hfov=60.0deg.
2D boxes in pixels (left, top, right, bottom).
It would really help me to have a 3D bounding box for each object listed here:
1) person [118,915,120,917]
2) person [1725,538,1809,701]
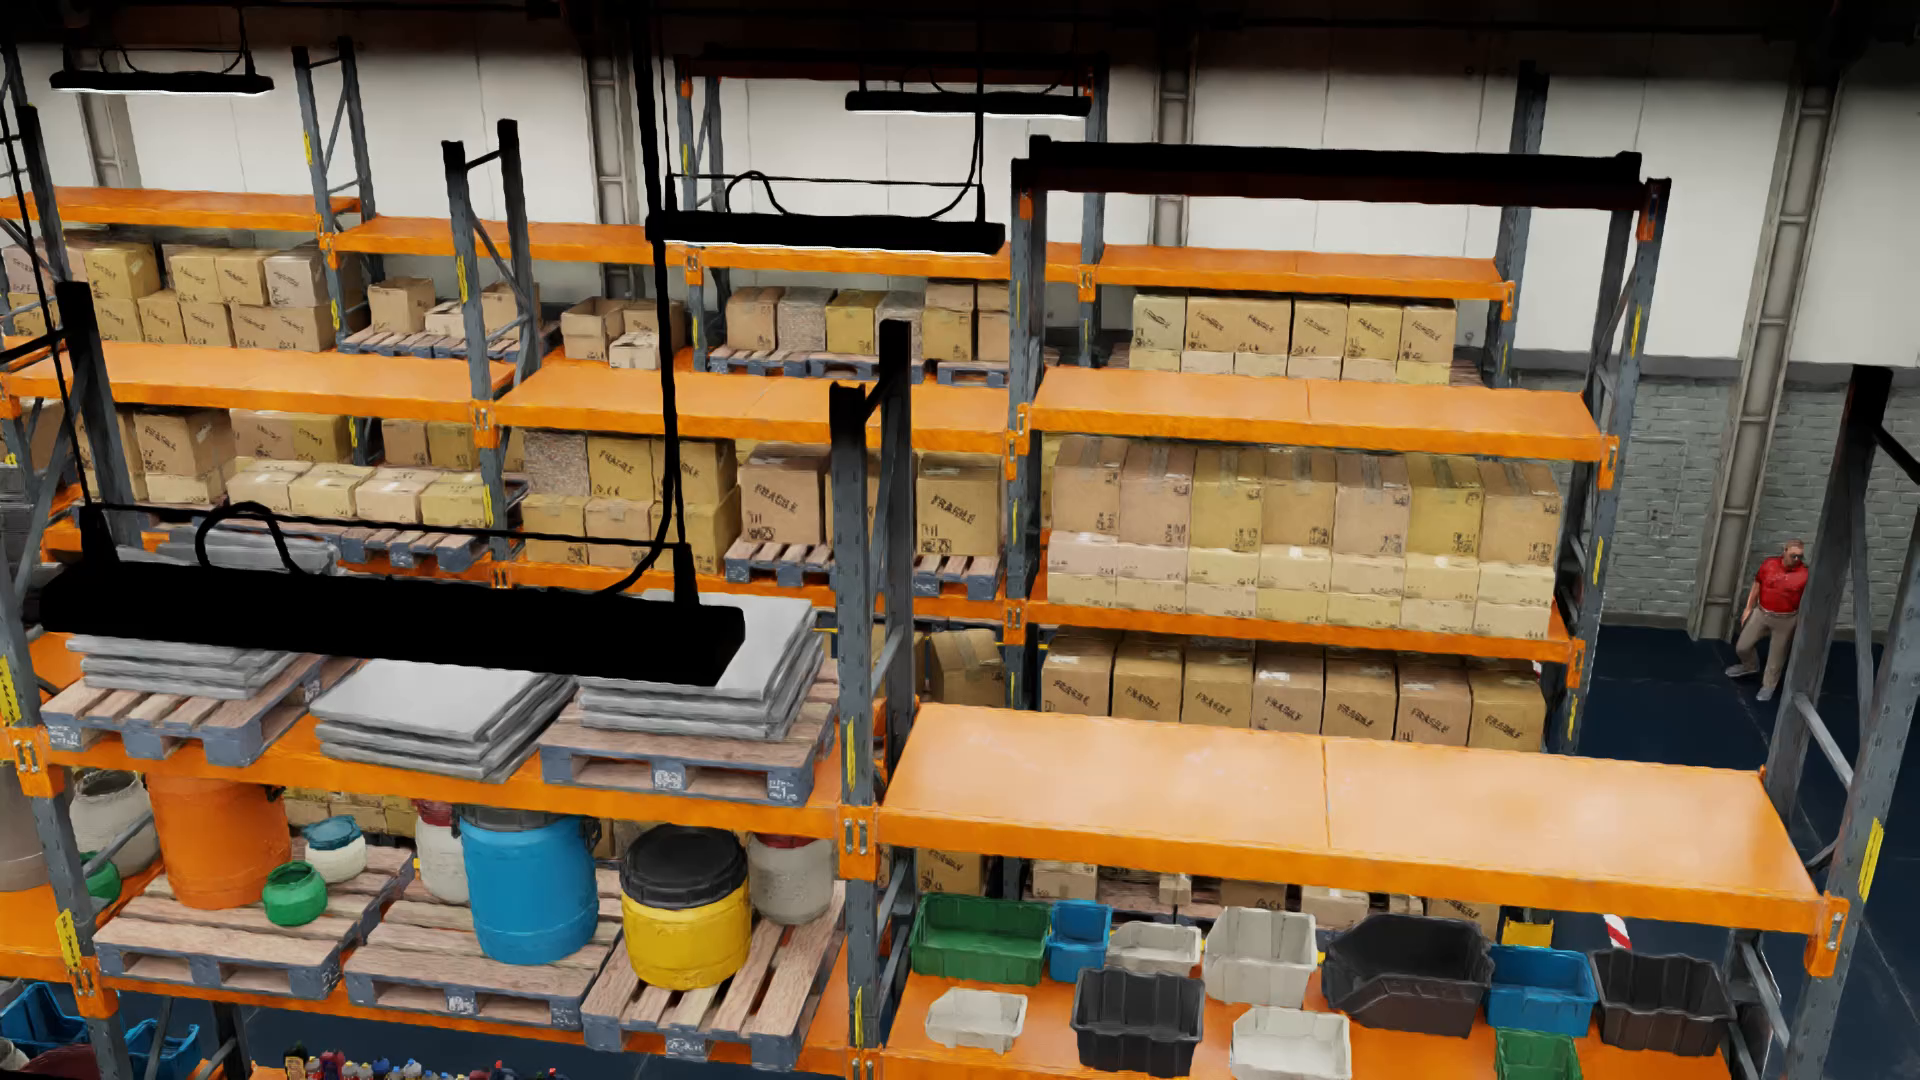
[{"bbox_3d":[-6.905,2.388,12.681,1.088,1.574,0.447,5,24,12],"label":"person"},{"bbox_3d":[8.001,0.737,16.392,0.499,1.718,0.712,-21,31,-40],"label":"person"}]
